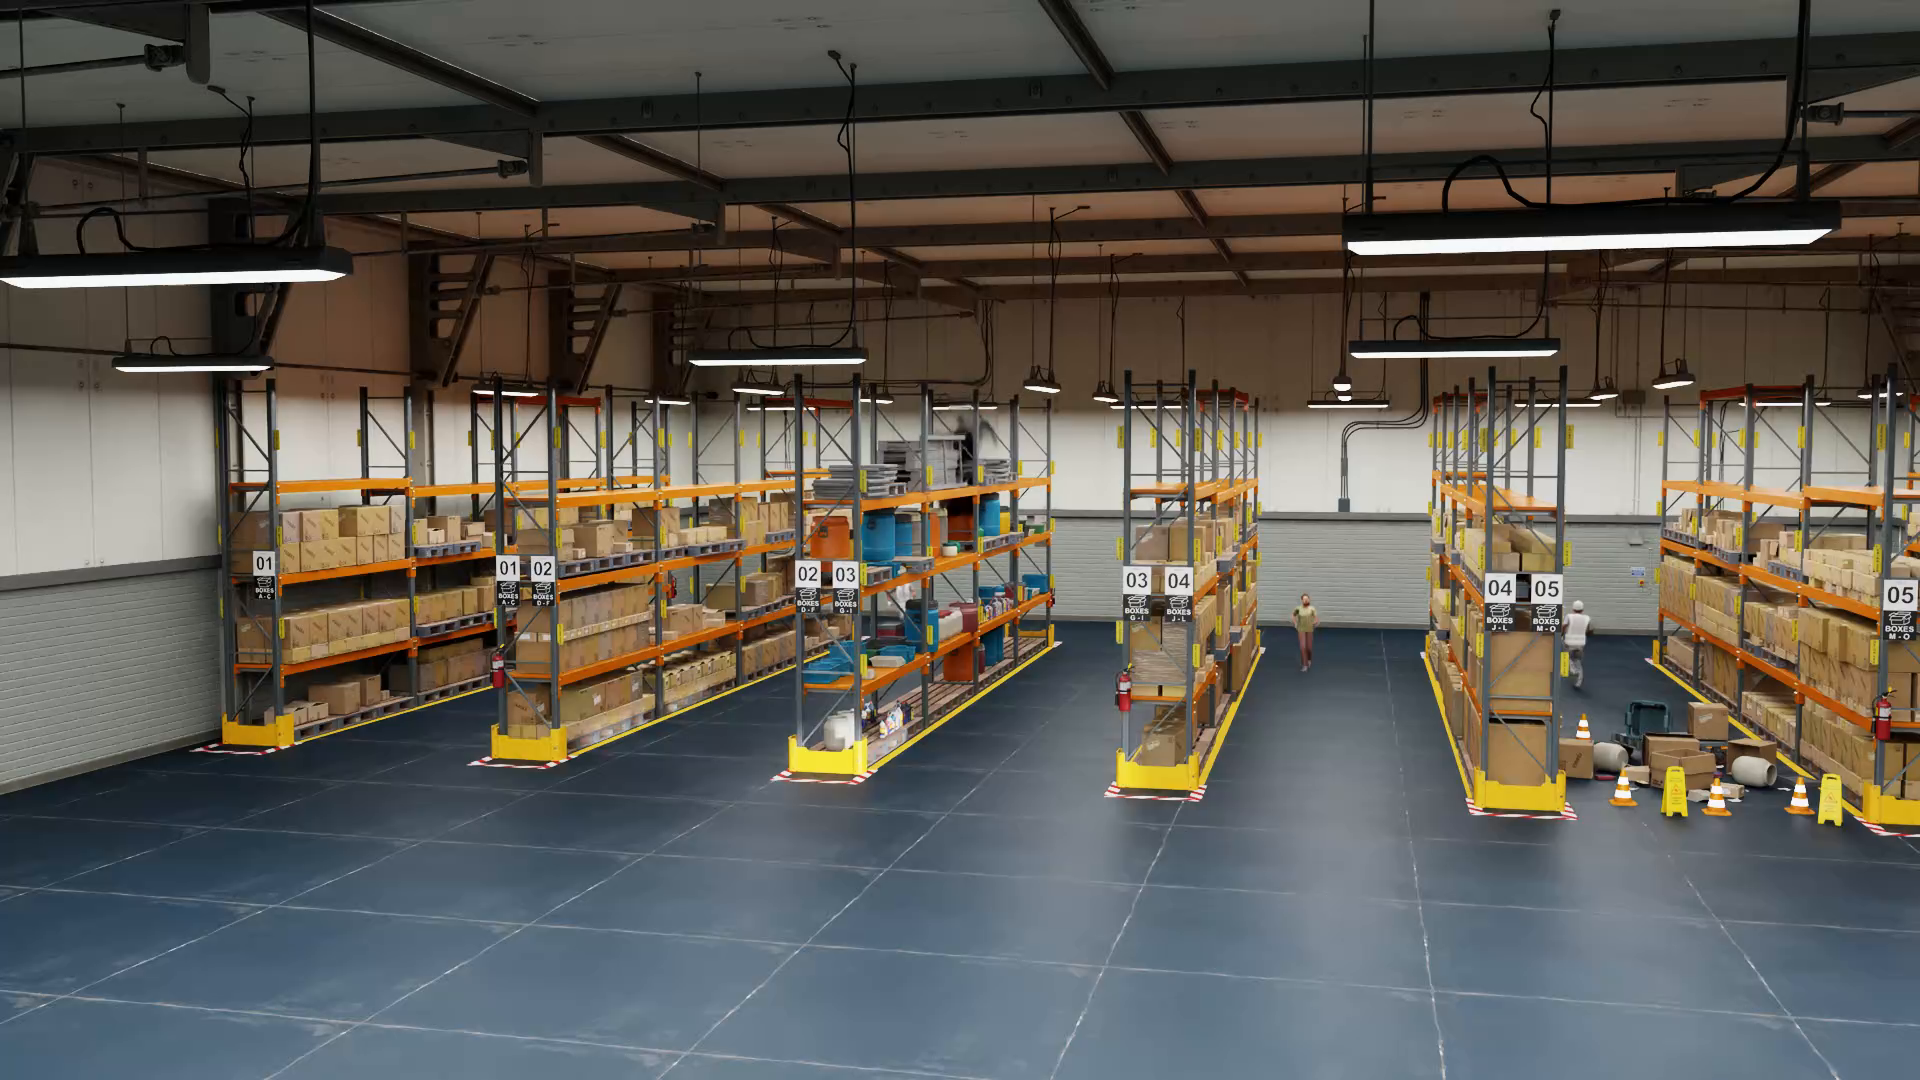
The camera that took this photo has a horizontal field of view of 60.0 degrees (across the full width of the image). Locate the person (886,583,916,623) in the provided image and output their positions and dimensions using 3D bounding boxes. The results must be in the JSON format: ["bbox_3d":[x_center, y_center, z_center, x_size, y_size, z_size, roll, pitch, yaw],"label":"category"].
[{"bbox_3d":[-1.401,1.636,40.925,0.727,1.767,0.915,-1,4,-23],"label":"person"}]

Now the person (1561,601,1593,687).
[{"bbox_3d":[12.519,2.096,33.887,0.687,1.738,0.551,0,3,5],"label":"person"}]

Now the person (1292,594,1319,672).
[{"bbox_3d":[7.519,2.013,36.231,0.586,1.643,0.760,1,3,12],"label":"person"}]
